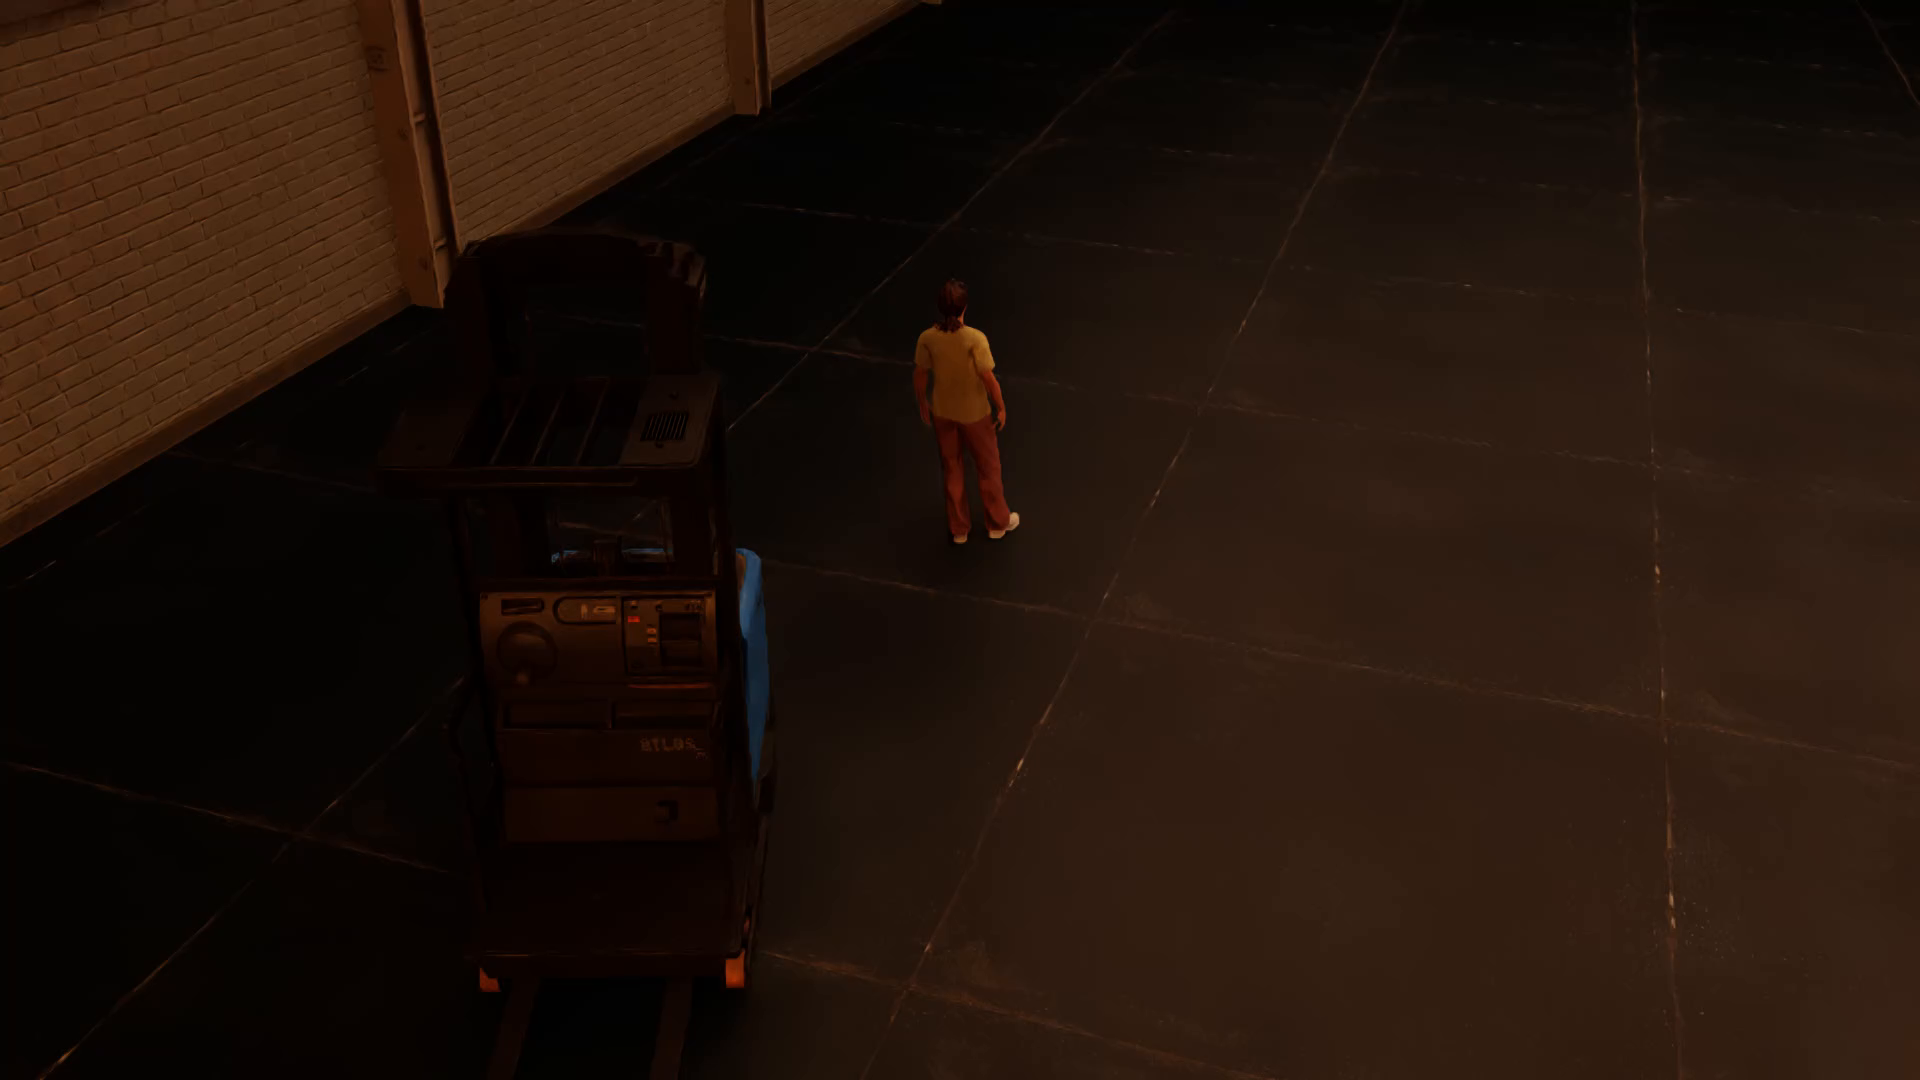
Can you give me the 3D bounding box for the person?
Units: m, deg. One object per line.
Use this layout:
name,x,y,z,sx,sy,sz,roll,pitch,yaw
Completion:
person,0.034,-0.767,9.735,0.554,1.674,0.548,10,31,16

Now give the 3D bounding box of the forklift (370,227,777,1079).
forklift,-1.420,0.426,6.390,1.130,2.935,3.031,-1,30,-1
